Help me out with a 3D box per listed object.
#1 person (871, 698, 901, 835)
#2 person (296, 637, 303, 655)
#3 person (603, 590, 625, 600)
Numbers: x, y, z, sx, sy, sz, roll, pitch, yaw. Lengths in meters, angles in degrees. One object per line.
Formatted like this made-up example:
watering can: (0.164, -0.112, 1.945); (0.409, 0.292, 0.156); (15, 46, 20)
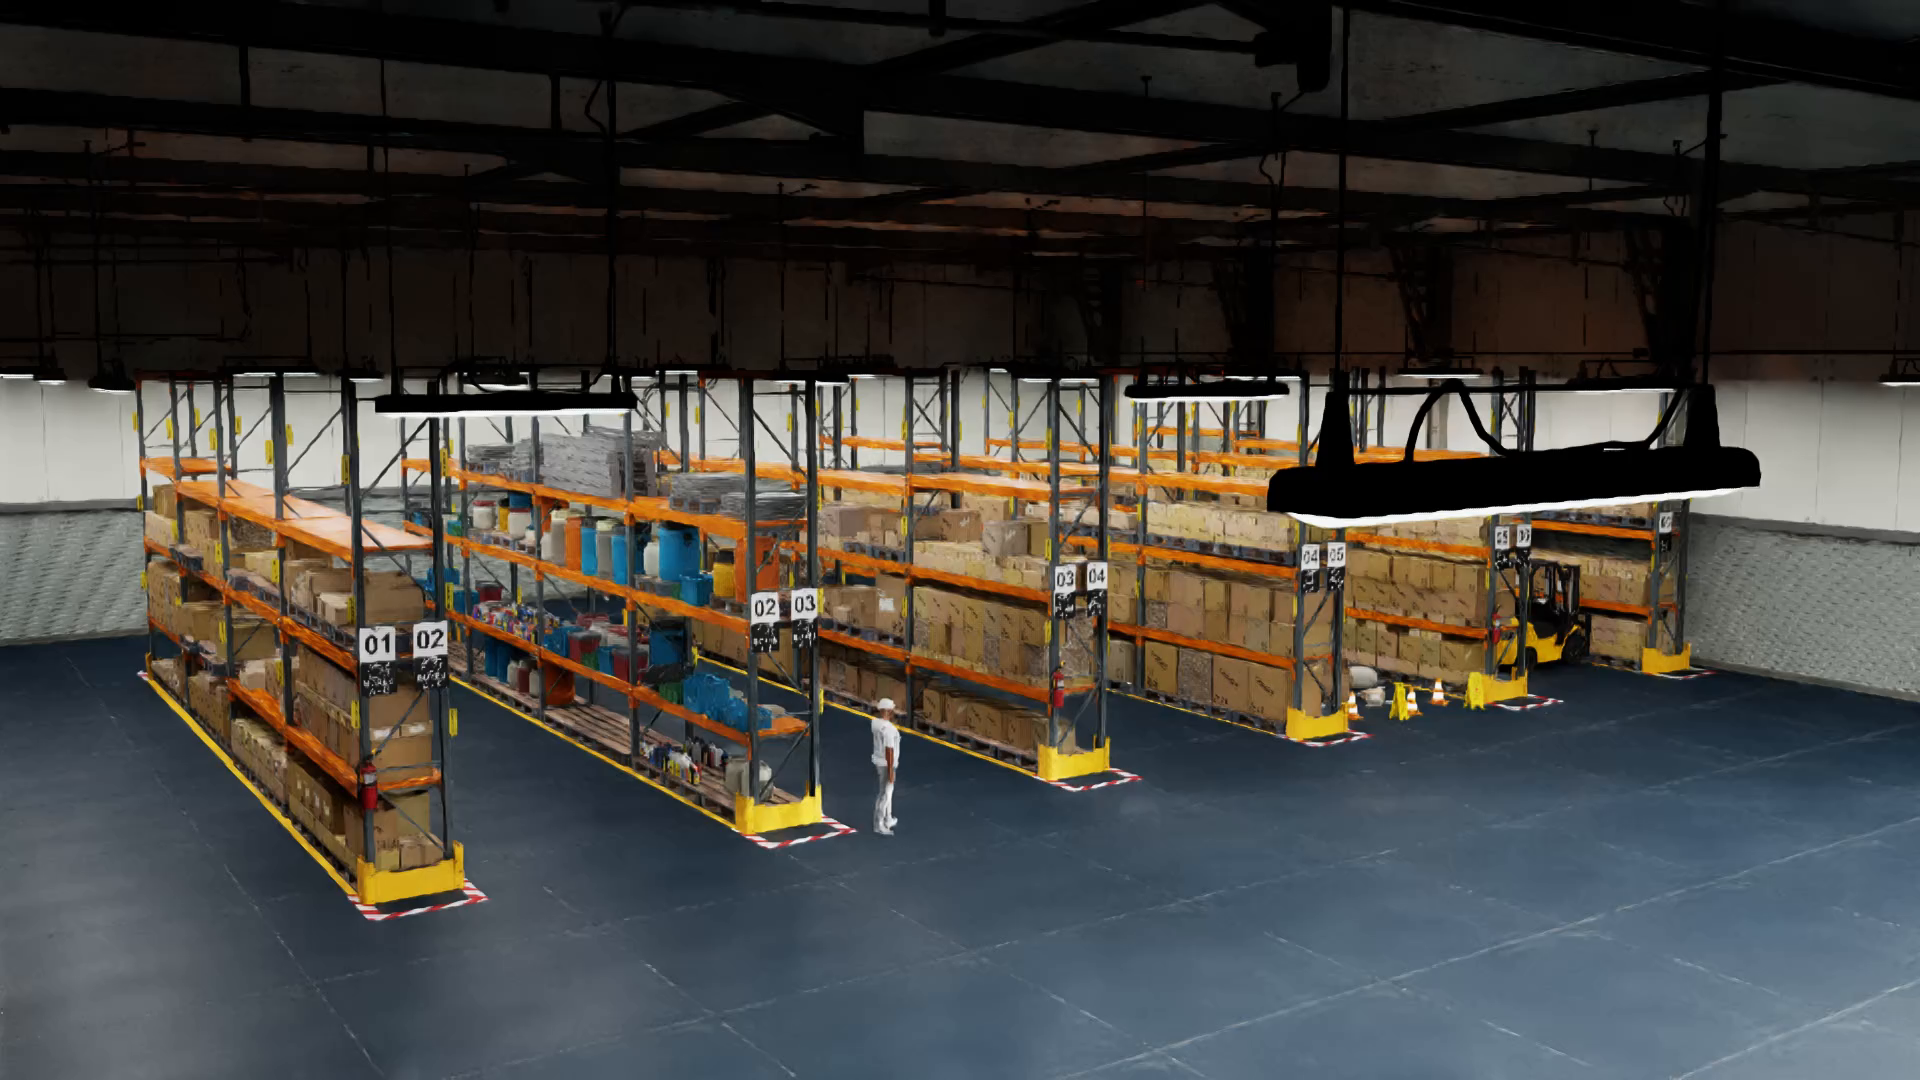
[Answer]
person: (-0.970, 2.972, 22.009); (0.458, 1.772, 0.682); (-2, 7, -21)
person: (-11.711, 2.165, 30.004); (0.625, 1.596, 0.517); (-5, 8, -36)
person: (-8.872, 0.678, 42.680); (0.564, 1.658, 0.687); (0, 6, 3)
